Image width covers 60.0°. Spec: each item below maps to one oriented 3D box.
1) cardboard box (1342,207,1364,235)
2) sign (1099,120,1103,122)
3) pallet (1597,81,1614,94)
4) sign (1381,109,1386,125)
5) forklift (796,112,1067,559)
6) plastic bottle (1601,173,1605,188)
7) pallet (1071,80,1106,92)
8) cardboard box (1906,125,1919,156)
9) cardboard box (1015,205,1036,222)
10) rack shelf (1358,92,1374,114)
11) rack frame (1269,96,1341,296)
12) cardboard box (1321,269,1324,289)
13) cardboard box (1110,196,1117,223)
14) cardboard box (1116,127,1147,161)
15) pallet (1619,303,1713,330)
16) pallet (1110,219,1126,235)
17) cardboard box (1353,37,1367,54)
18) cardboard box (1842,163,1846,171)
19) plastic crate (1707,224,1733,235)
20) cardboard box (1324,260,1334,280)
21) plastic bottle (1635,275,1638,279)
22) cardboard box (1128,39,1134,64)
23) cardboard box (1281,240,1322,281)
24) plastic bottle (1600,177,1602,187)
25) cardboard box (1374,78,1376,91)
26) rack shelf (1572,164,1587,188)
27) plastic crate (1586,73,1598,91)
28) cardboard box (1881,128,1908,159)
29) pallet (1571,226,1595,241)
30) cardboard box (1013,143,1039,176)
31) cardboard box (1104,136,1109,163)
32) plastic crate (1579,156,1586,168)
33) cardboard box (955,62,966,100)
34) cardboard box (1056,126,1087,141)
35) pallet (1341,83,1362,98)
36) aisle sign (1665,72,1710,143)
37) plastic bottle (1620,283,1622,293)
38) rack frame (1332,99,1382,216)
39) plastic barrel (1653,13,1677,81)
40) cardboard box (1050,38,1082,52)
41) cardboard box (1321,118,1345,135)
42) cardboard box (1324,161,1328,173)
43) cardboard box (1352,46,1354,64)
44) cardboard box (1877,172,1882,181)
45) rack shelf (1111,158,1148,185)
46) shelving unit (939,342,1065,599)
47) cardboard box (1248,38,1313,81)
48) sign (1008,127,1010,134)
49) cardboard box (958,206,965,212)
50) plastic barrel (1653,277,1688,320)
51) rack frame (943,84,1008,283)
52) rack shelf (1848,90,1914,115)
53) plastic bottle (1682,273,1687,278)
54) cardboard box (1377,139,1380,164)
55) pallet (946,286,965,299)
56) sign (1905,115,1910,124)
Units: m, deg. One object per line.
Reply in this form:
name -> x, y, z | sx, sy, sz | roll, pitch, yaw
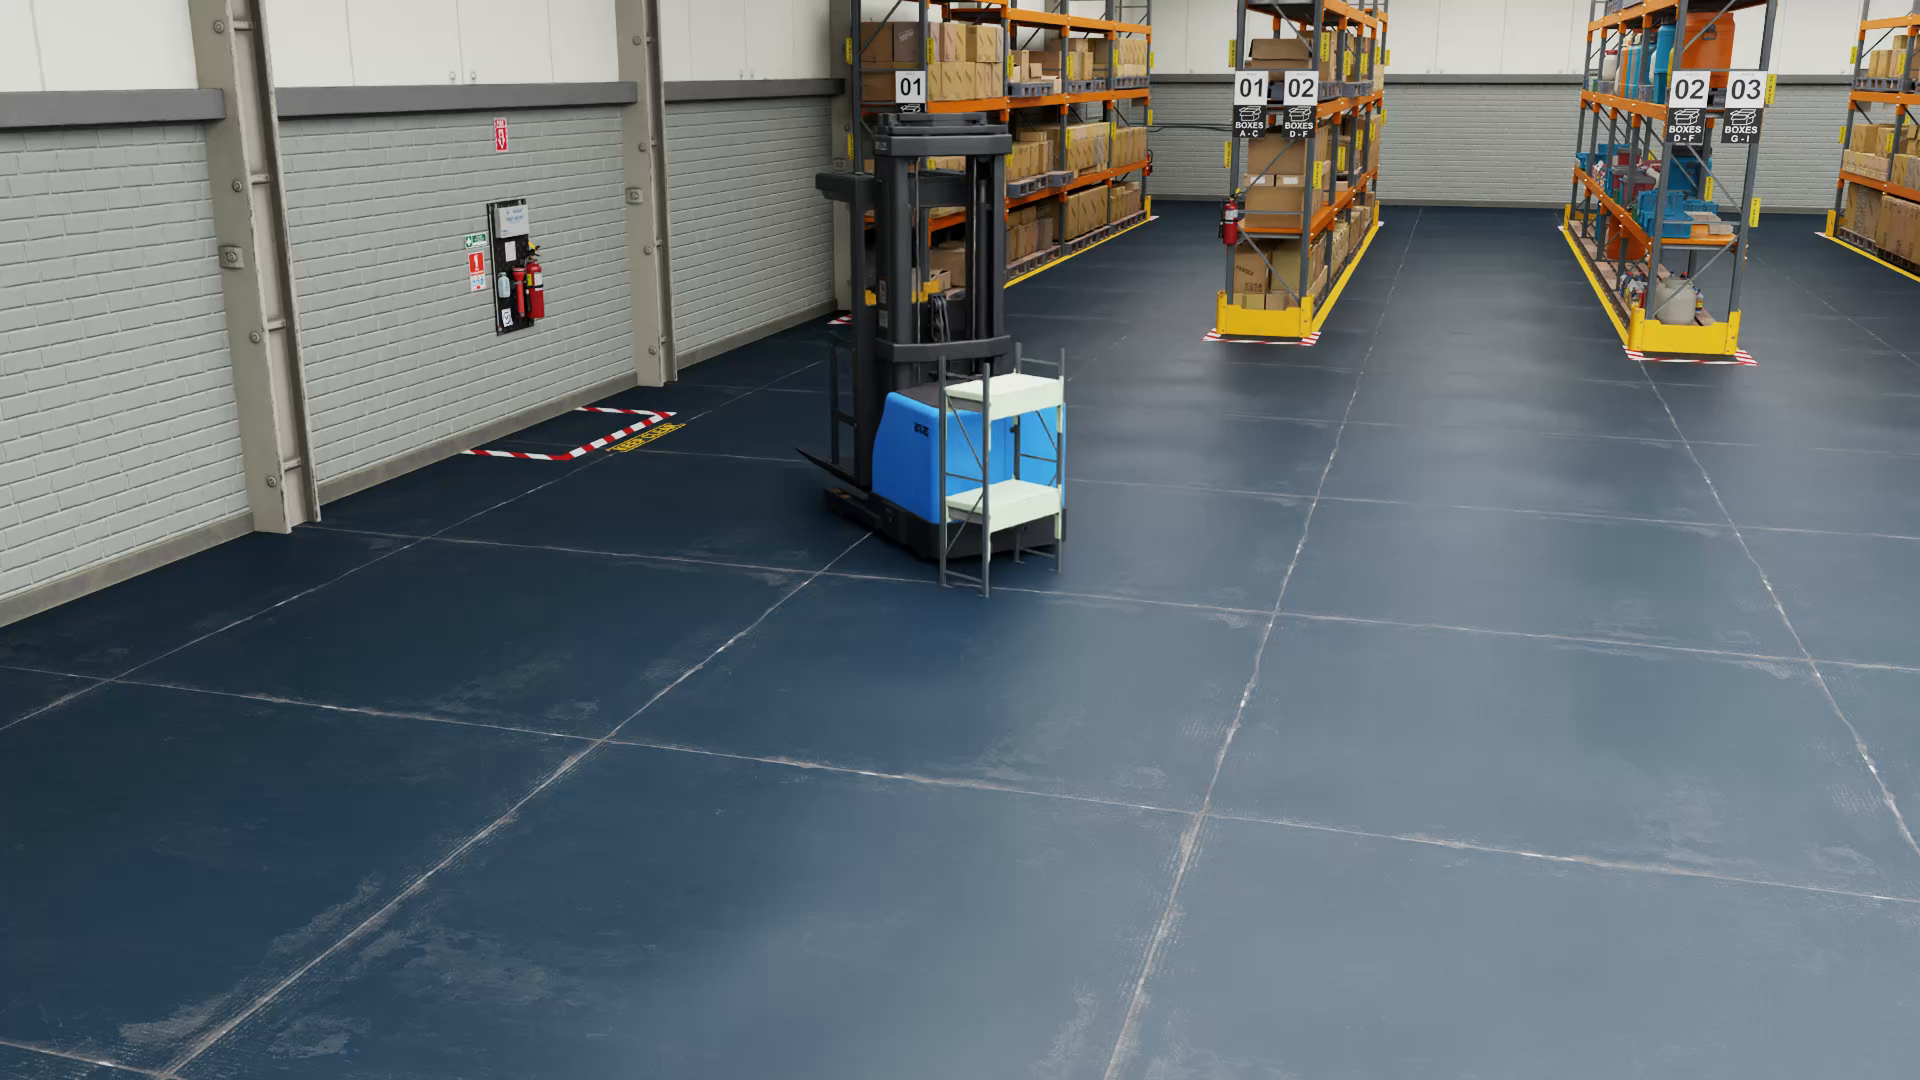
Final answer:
cardboard box -> 7.242, -5.927, 31.003 | 0.500, 0.500, 0.500 | 5, 16, 16
sign -> 3.112, -9.127, 36.778 | 0.100, 0.325, 0.005 | 5, 16, 16
pallet -> 11.875, -7.952, 29.218 | 1.213, 0.211, 1.003 | 5, 16, 16
sign -> 8.919, -8.905, 35.028 | 0.100, 0.325, 0.005 | 5, 16, 16
forklift -> -0.377, -1.635, 12.222 | 1.130, 2.935, 3.031 | -8, 18, -26
plastic bottle -> 10.800, -6.034, 27.843 | 0.097, 0.271, 0.097 | 0, 16, 0
pallet -> 2.292, -8.688, 31.818 | 0.805, 0.209, 1.217 | 4, 16, 14
cardboard box -> 16.579, -6.792, 28.256 | 0.797, 0.503, 0.637 | 4, 16, 14
cardboard box -> 0.992, -5.568, 28.362 | 0.500, 0.250, 0.500 | 5, 17, 17
rack shelf -> 6.688, -7.772, 29.553 | 1.077, 0.370, 4.000 | 5, 16, 16
rack frame -> 4.983, -5.105, 24.330 | 1.000, 3.000, 0.127 | 5, 16, 16
cardboard box -> 4.909, -3.716, 23.702 | 0.500, 0.250, 0.500 | 5, 16, 16
cardboard box -> 2.816, -6.768, 34.006 | 0.700, 0.500, 0.500 | 5, 17, 17
cardboard box -> 3.507, -8.638, 36.236 | 0.980, 0.700, 0.700 | 5, 17, 18
pallet -> 9.155, -2.886, 21.616 | 1.003, 0.211, 1.213 | 5, 16, 16
pallet -> 2.797, -6.432, 34.121 | 1.003, 0.211, 1.213 | 5, 16, 16
cardboard box -> 7.358, -9.300, 31.609 | 0.700, 0.500, 0.500 | 5, 16, 16
cardboard box -> 17.472, -7.287, 32.484 | 0.380, 0.149, 0.250 | 5, 17, 17
plastic crate -> 9.157, -3.756, 20.057 | 0.298, 0.136, 0.250 | 5, 16, 16
cardboard box -> 5.335, -4.070, 24.953 | 0.500, 0.250, 0.500 | 4, 16, 15
plastic bottle -> 9.257, -3.481, 22.775 | 0.061, 0.283, 0.133 | 5, 16, 16
cardboard box -> 3.252, -9.992, 34.012 | 0.500, 0.500, 0.500 | 5, 17, 16
cardboard box -> 4.640, -3.814, 22.673 | 0.500, 0.500, 0.500 | 5, 16, 16
plastic bottle -> 10.855, -6.052, 28.032 | 0.097, 0.201, 0.097 | 0, 16, 0
cardboard box -> 7.778, -8.807, 32.162 | 0.500, 0.250, 0.500 | 5, 16, 16
rack shelf -> 12.573, -6.990, 32.295 | 1.077, 0.370, 4.000 | 5, 16, 16
plastic crate -> 12.443, -8.894, 32.306 | 0.504, 0.338, 0.767 | 5, 16, 16
cardboard box -> 16.627, -7.001, 29.372 | 0.500, 0.500, 0.500 | 5, 17, 17
pallet -> 12.521, -5.987, 32.550 | 1.003, 0.211, 1.213 | 5, 16, 16
cardboard box -> 0.912, -6.343, 27.706 | 0.700, 0.500, 0.500 | 5, 16, 16
cardboard box -> 2.616, -7.642, 32.509 | 0.500, 0.500, 0.500 | 4, 16, 15
plastic crate -> 12.381, -7.424, 32.704 | 0.416, 0.233, 0.300 | 5, 16, 16
cardboard box -> -0.239, -6.284, 22.772 | 0.500, 0.500, 0.500 | 5, 17, 18
cardboard box -> 2.035, -7.467, 30.518 | 0.500, 0.250, 0.500 | 5, 17, 16
pallet -> 5.697, -7.026, 25.954 | 1.003, 0.211, 1.213 | 5, 17, 18
aisle sign -> 8.289, -4.928, 18.943 | 0.394, 0.787, 0.004 | 5, 16, 16
plastic bottle -> 9.162, -3.483, 22.933 | 0.097, 0.201, 0.097 | 0, 16, 0
rack frame -> 8.393, -8.244, 35.399 | 1.000, 3.000, 0.127 | 5, 16, 16
plastic barrel -> 9.345, -6.354, 21.549 | 0.600, 0.901, 0.708 | 5, 16, 16
cardboard box -> 1.987, -9.279, 31.186 | 0.500, 0.250, 0.500 | 4, 16, 14
cardboard box -> 7.152, -7.879, 32.097 | 0.500, 0.500, 0.500 | 5, 17, 16
cardboard box -> 5.039, -5.313, 23.691 | 0.380, 0.149, 0.250 | 4, 16, 15
cardboard box -> 6.666, -8.464, 29.540 | 0.600, 0.600, 0.600 | 4, 16, 14
cardboard box -> 16.599, -6.481, 29.641 | 0.380, 0.149, 0.250 | 5, 17, 17
rack shelf -> 3.074, -7.758, 35.003 | 1.077, 0.370, 4.000 | 5, 16, 16
shelving unit -> 0.270, -0.462, 10.711 | 0.431, 1.500, 0.755 | 14, 21, 40
cardboard box -> 4.013, -5.971, 20.670 | 0.797, 0.503, 0.637 | 6, 17, 20
sign -> 0.836, -7.134, 29.361 | 0.100, 0.325, 0.005 | 5, 16, 16
cardboard box -> -0.177, -4.752, 23.324 | 0.500, 0.250, 0.500 | 4, 16, 15
plastic barrel -> 8.850, -2.988, 20.656 | 0.421, 0.512, 0.421 | 0, 16, 0
rack frame -> 0.232, -5.488, 25.681 | 1.000, 3.000, 0.127 | 5, 16, 16
rack shelf -> 17.321, -8.049, 30.531 | 1.077, 0.370, 4.000 | 5, 16, 16
plastic bottle -> 9.770, -3.416, 22.424 | 0.144, 0.351, 0.185 | 4, 16, 13
cardboard box -> 8.527, -8.154, 34.898 | 0.500, 0.500, 0.500 | 5, 17, 18
pallet -> -0.270, -3.648, 24.304 | 1.003, 0.211, 1.213 | 5, 16, 16
sign -> 18.406, -8.101, 32.336 | 0.100, 0.325, 0.005 | 5, 16, 16
